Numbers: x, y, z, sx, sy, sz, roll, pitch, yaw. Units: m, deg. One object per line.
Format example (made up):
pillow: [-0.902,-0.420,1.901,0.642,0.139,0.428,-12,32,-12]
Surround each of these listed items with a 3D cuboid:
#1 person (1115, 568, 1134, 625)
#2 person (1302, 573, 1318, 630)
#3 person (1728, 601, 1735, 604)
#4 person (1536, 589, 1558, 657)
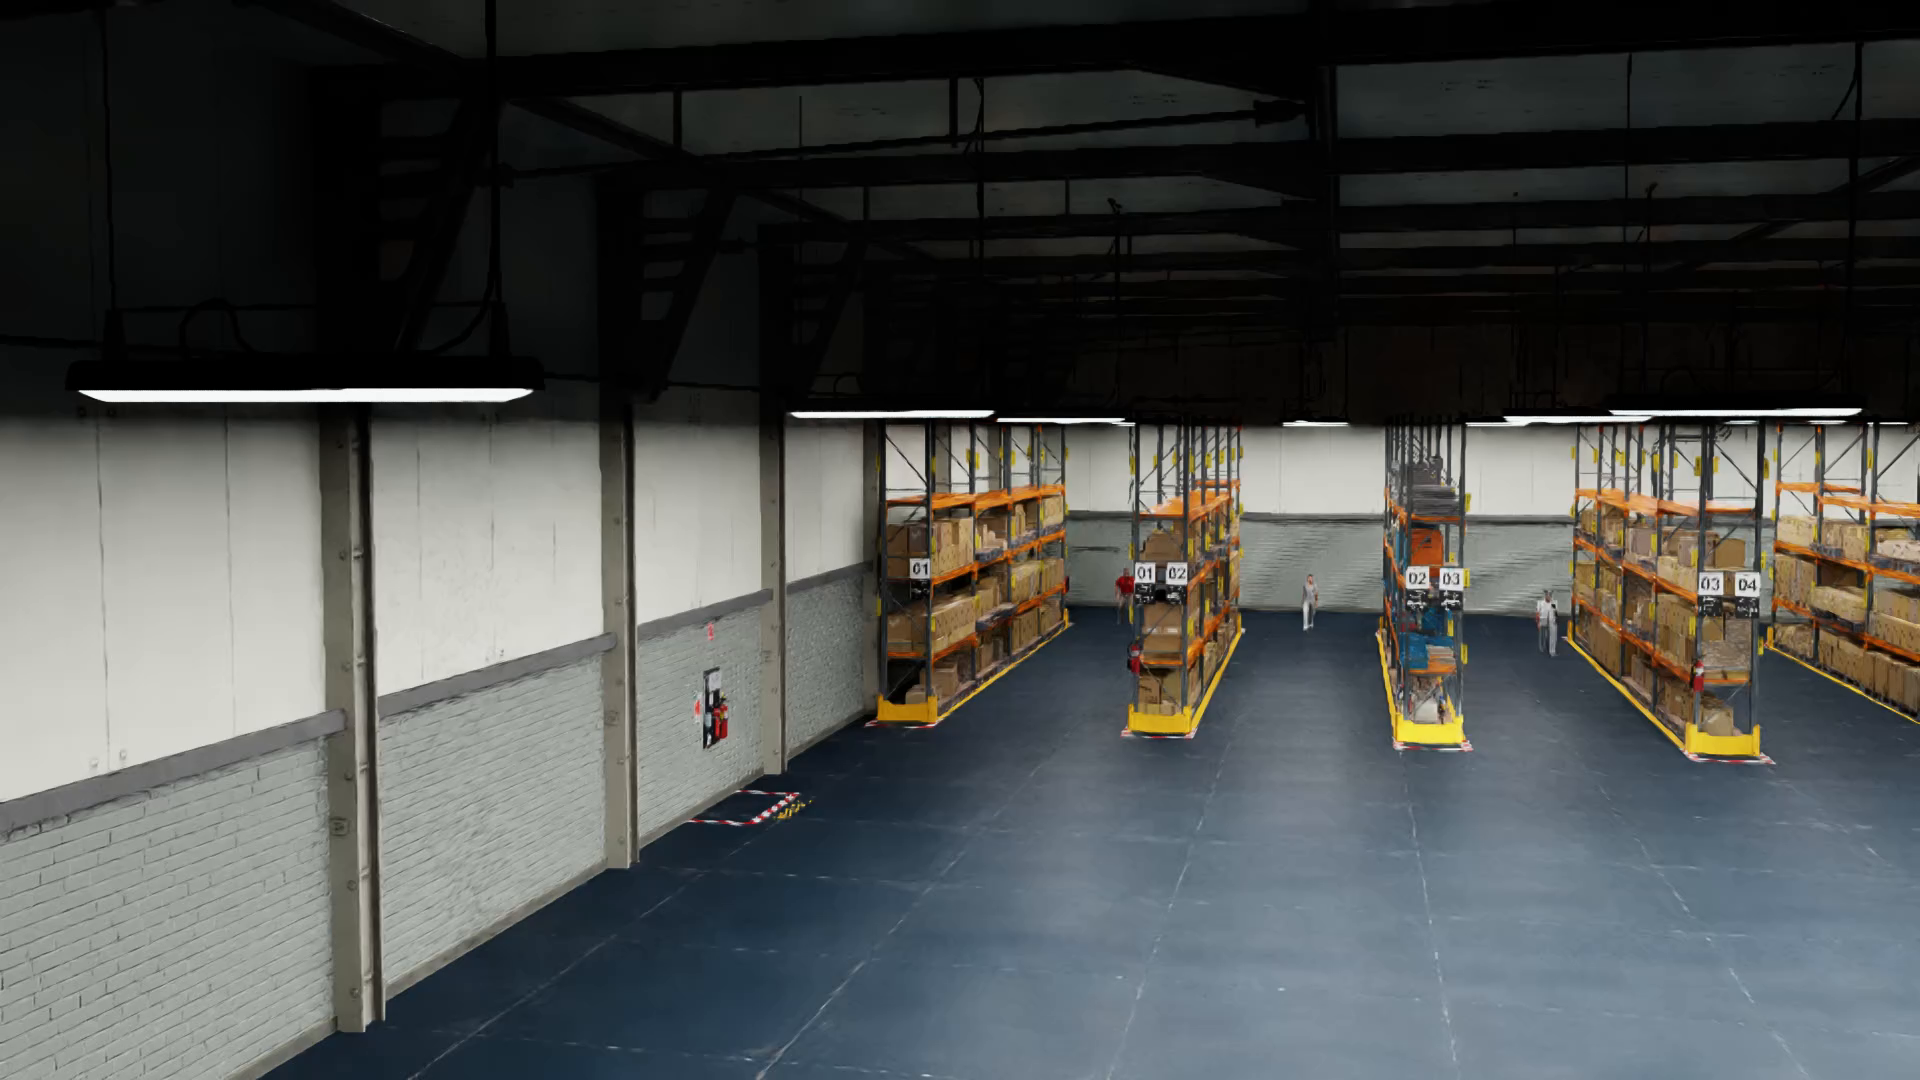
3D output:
person: [4.829,1.632,48.194,0.682,1.676,0.529,1,4,11]
person: [9.901,1.734,46.985,0.445,1.591,1.110,1,4,10]
person: [20.543,1.946,44.559,0.566,1.541,0.519,1,4,11]
person: [14.687,2.055,41.607,0.542,1.675,1.126,1,4,16]
